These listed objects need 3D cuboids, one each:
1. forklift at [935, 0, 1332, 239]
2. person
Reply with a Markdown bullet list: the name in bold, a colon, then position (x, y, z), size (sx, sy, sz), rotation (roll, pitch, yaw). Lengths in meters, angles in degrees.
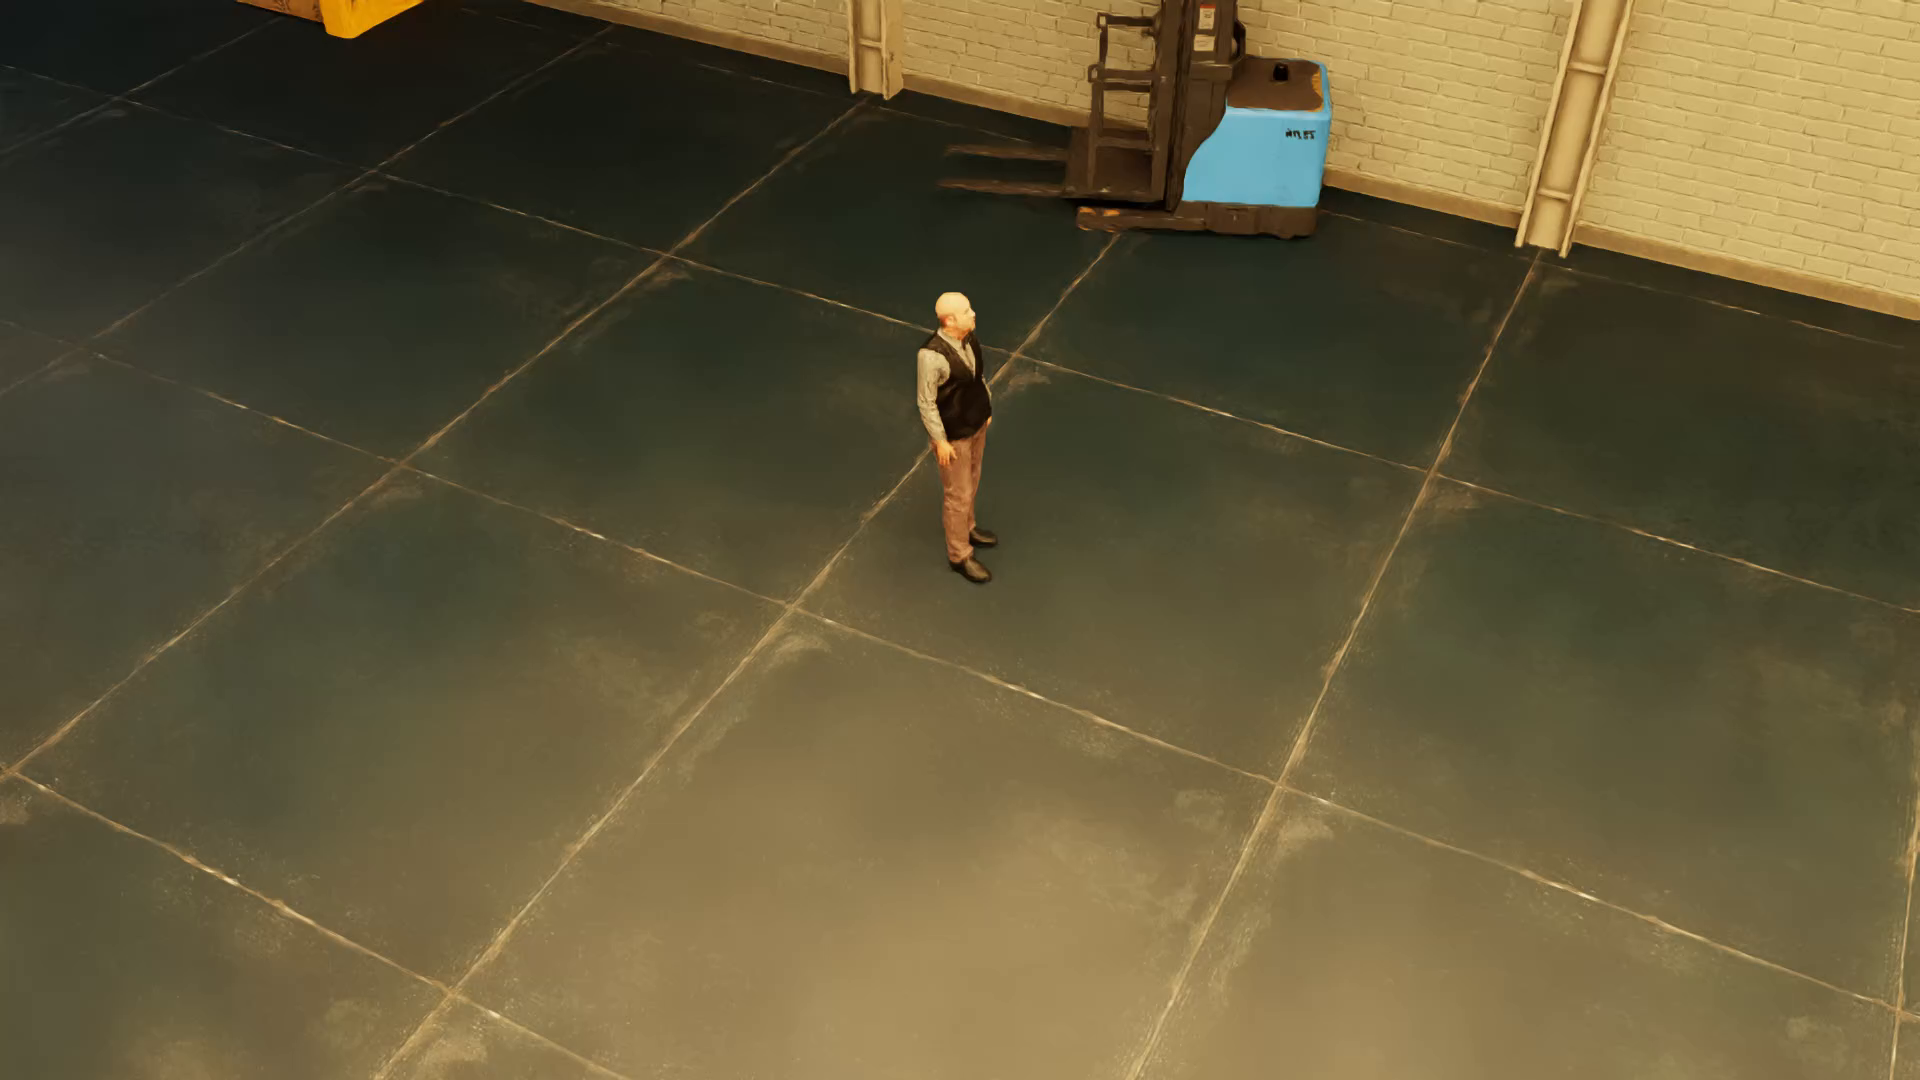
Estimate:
- **forklift**: position (1.343, -3.893, 12.609), size (3.031, 2.935, 1.130), rotation (5, 40, 6)
- **person**: position (0.052, -0.641, 9.675), size (0.567, 1.720, 0.632), rotation (18, 43, 21)
